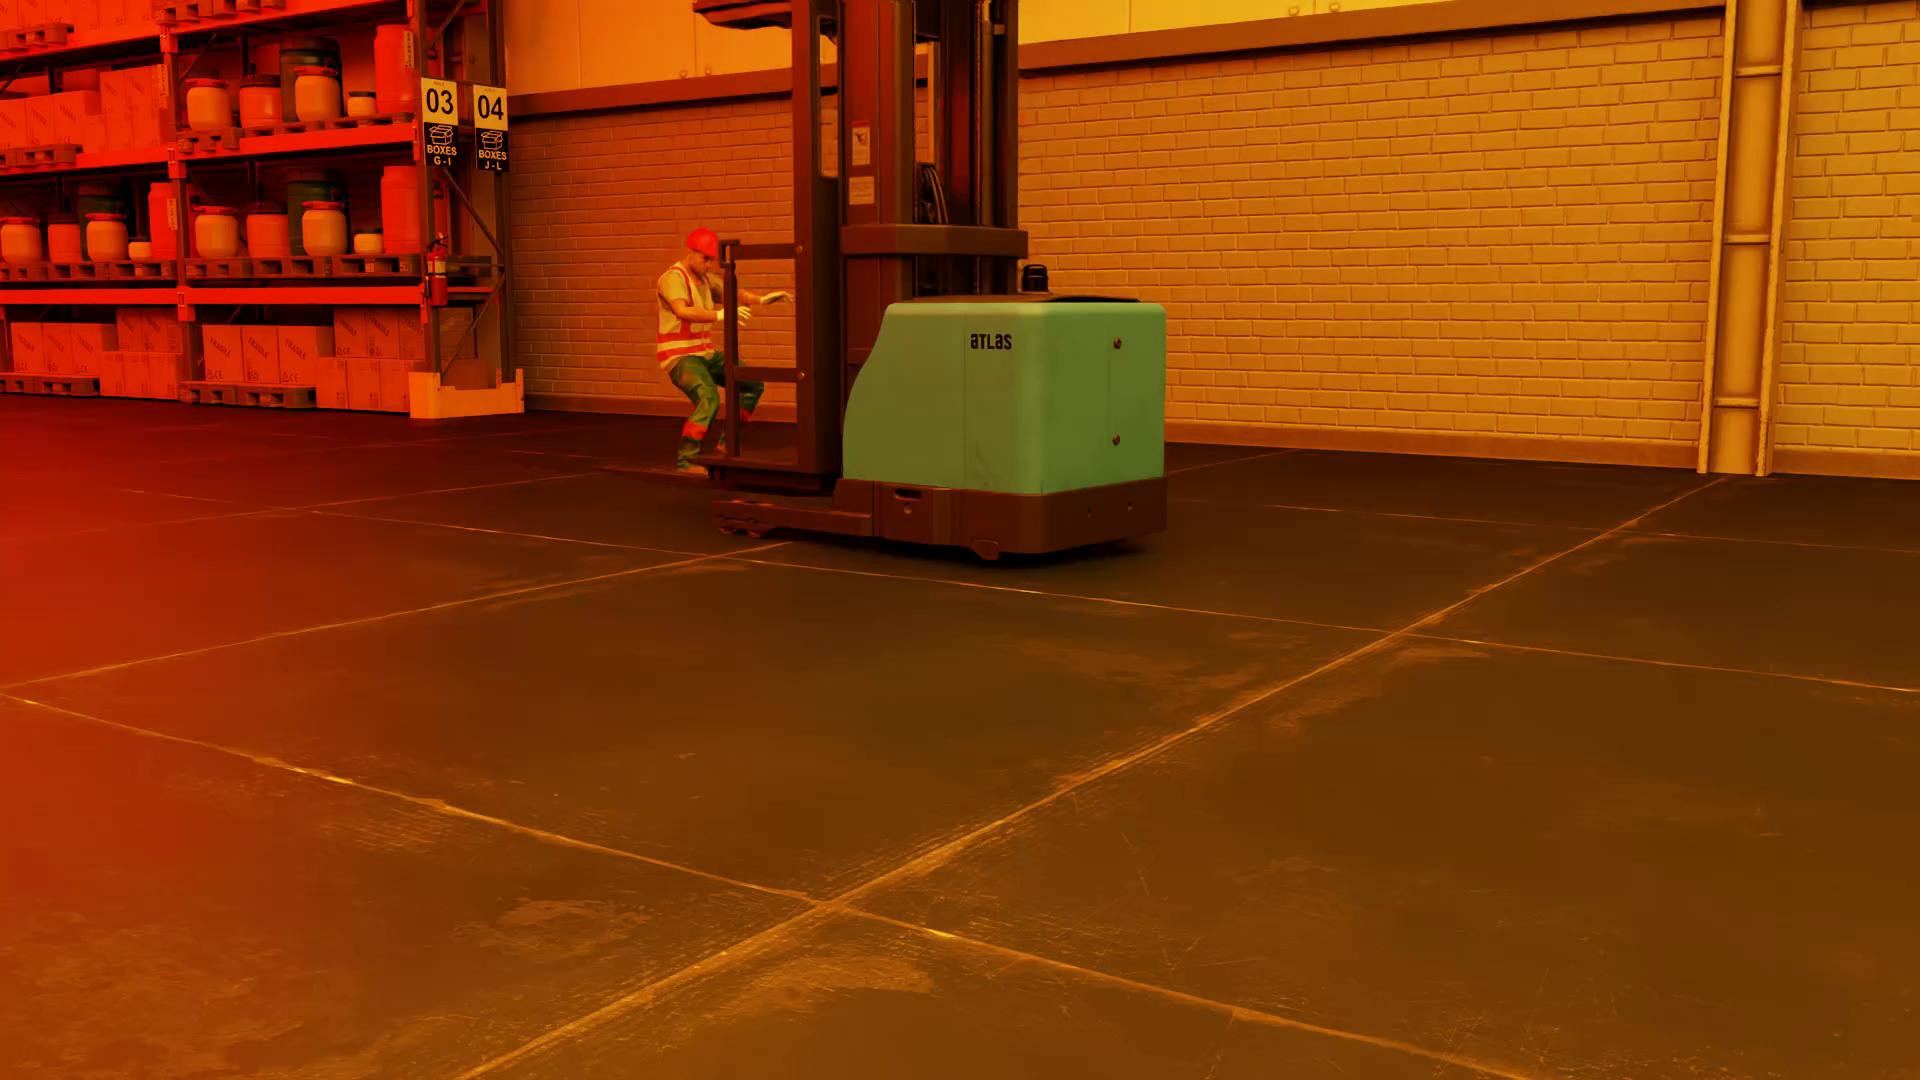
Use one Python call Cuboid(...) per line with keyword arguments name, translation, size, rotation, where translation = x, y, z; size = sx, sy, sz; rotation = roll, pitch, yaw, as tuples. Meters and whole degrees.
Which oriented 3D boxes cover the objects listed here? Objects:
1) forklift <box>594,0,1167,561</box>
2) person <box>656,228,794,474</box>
Cuboid(name="forklift", translation=(-0.538, -1.509, 7.806), size=(3.031, 2.935, 1.130), rotation=(7, 10, 39))
Cuboid(name="person", translation=(-1.543, -1.197, 10.561), size=(0.712, 1.543, 1.177), rotation=(3, 9, 22))
